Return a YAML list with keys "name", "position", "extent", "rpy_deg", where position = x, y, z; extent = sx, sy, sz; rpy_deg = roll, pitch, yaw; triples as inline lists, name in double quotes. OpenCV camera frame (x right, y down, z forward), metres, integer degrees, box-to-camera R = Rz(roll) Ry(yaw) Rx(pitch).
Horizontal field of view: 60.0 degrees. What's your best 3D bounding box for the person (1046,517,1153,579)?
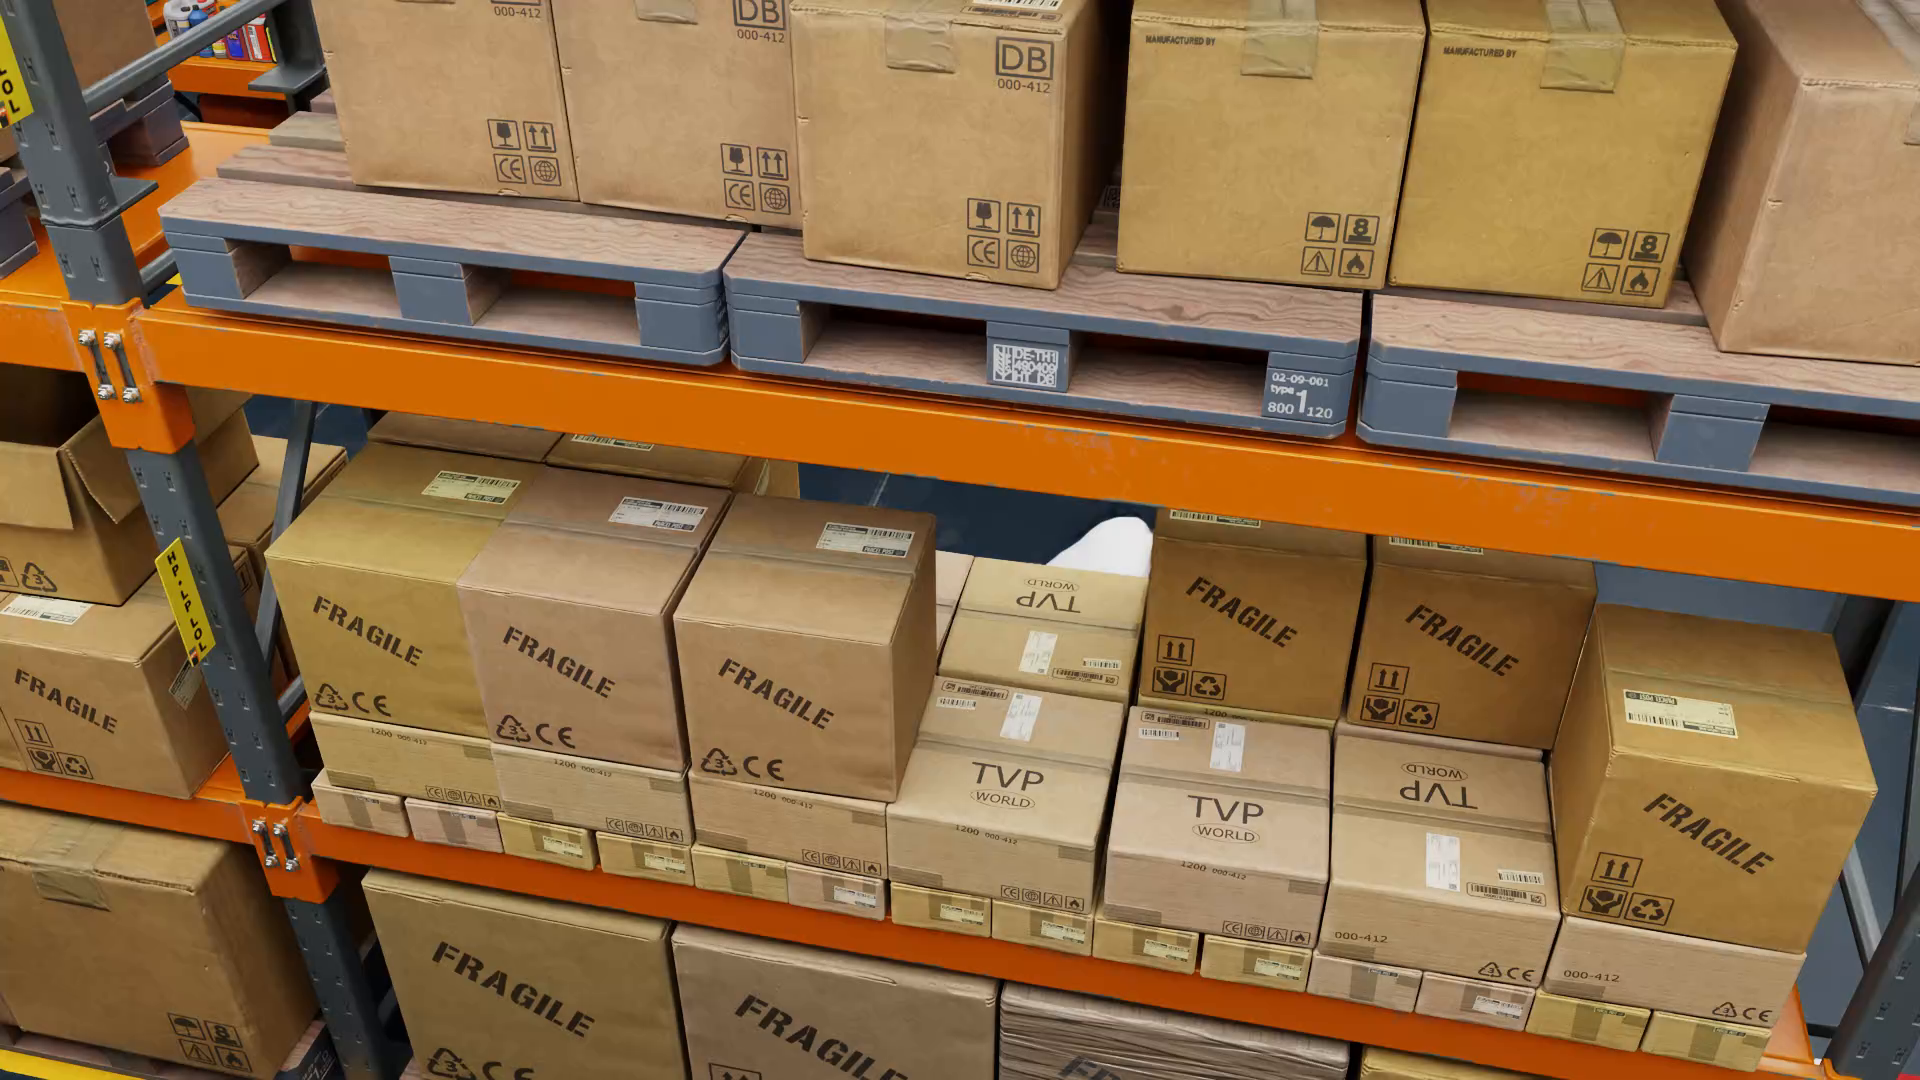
- name: "person"
  position: [0.498, 0.425, 5.987]
  extent: [0.775, 1.300, 0.633]
  rpy_deg: [7, 37, 10]
